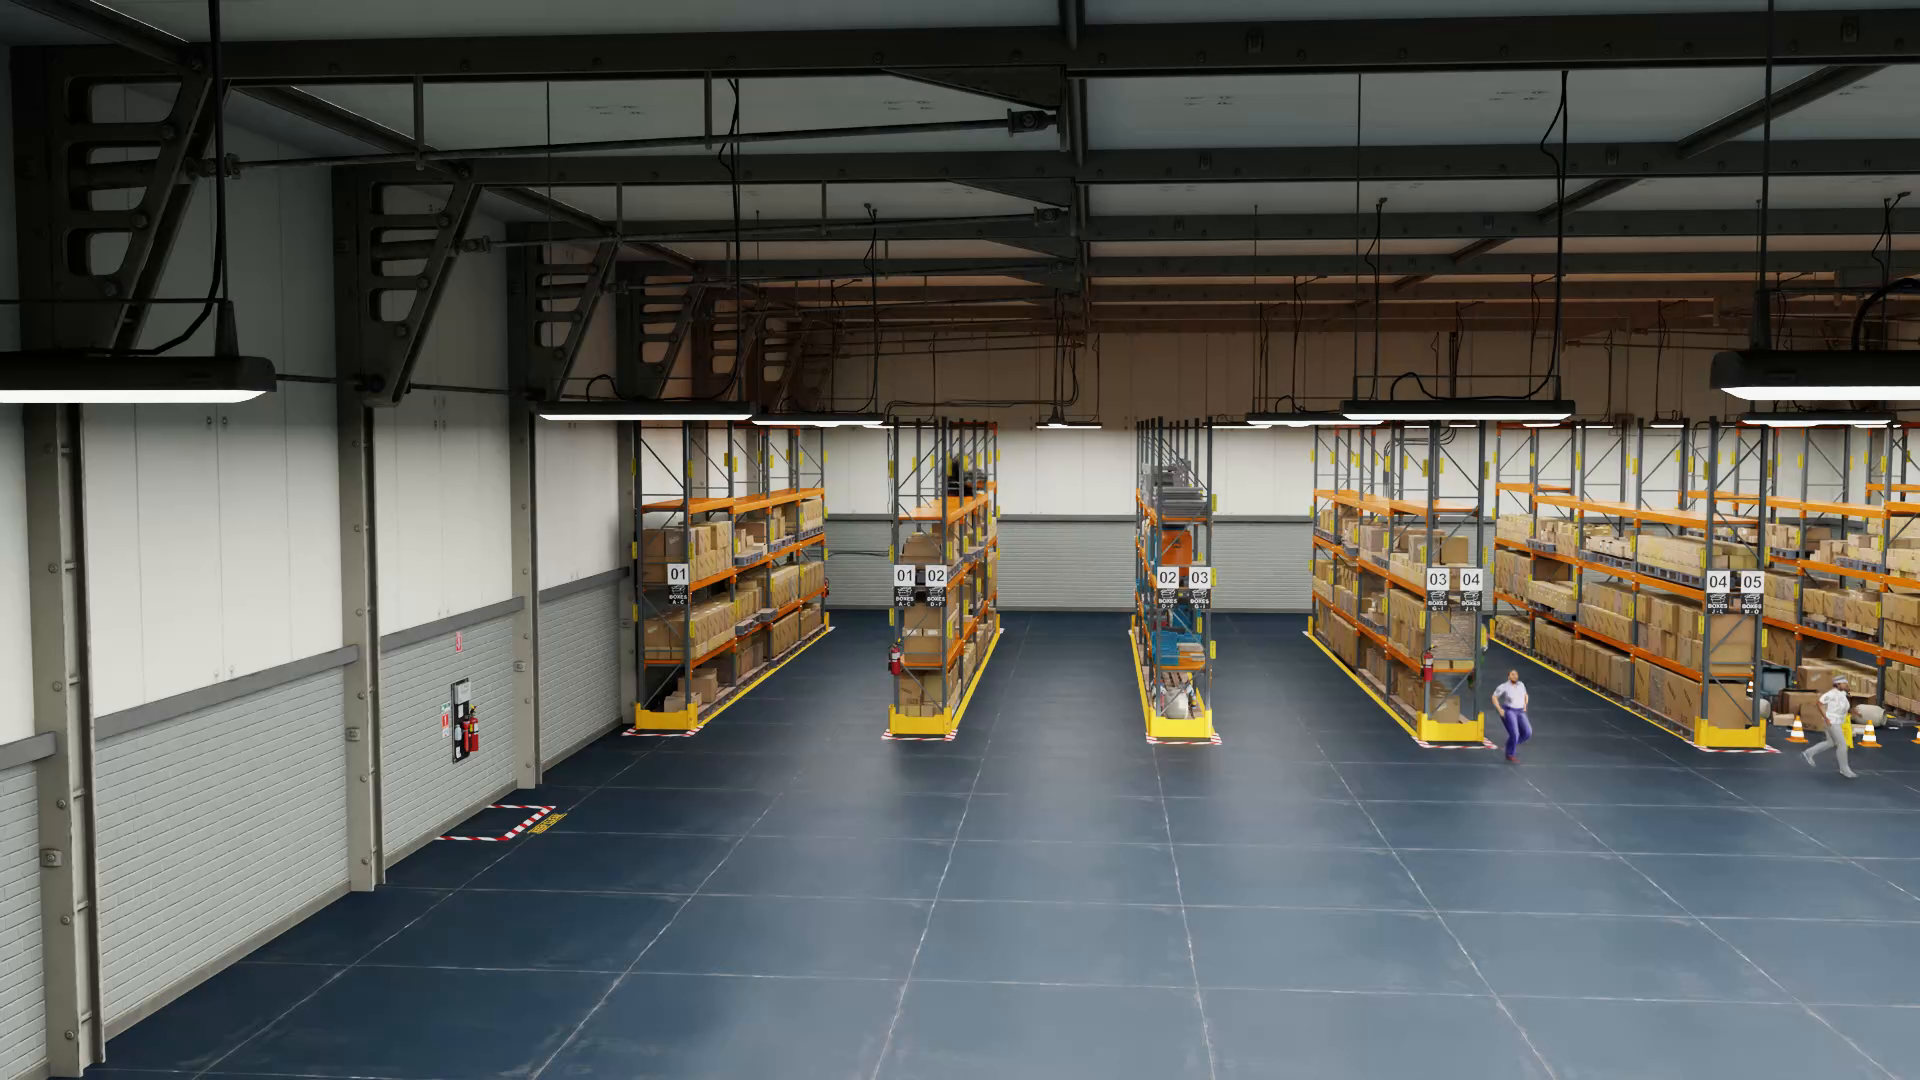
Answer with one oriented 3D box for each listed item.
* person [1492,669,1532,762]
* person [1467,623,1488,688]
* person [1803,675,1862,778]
[{"bbox_3d":[9.629,3.057,28.892,0.707,1.617,0.491,-2,4,-29],"label":"person"},{"bbox_3d":[11.472,2.435,37.146,0.671,1.750,0.673,0,4,6],"label":"person"},{"bbox_3d":[14.566,3.073,27.787,0.546,1.694,0.909,-3,5,-42],"label":"person"}]
